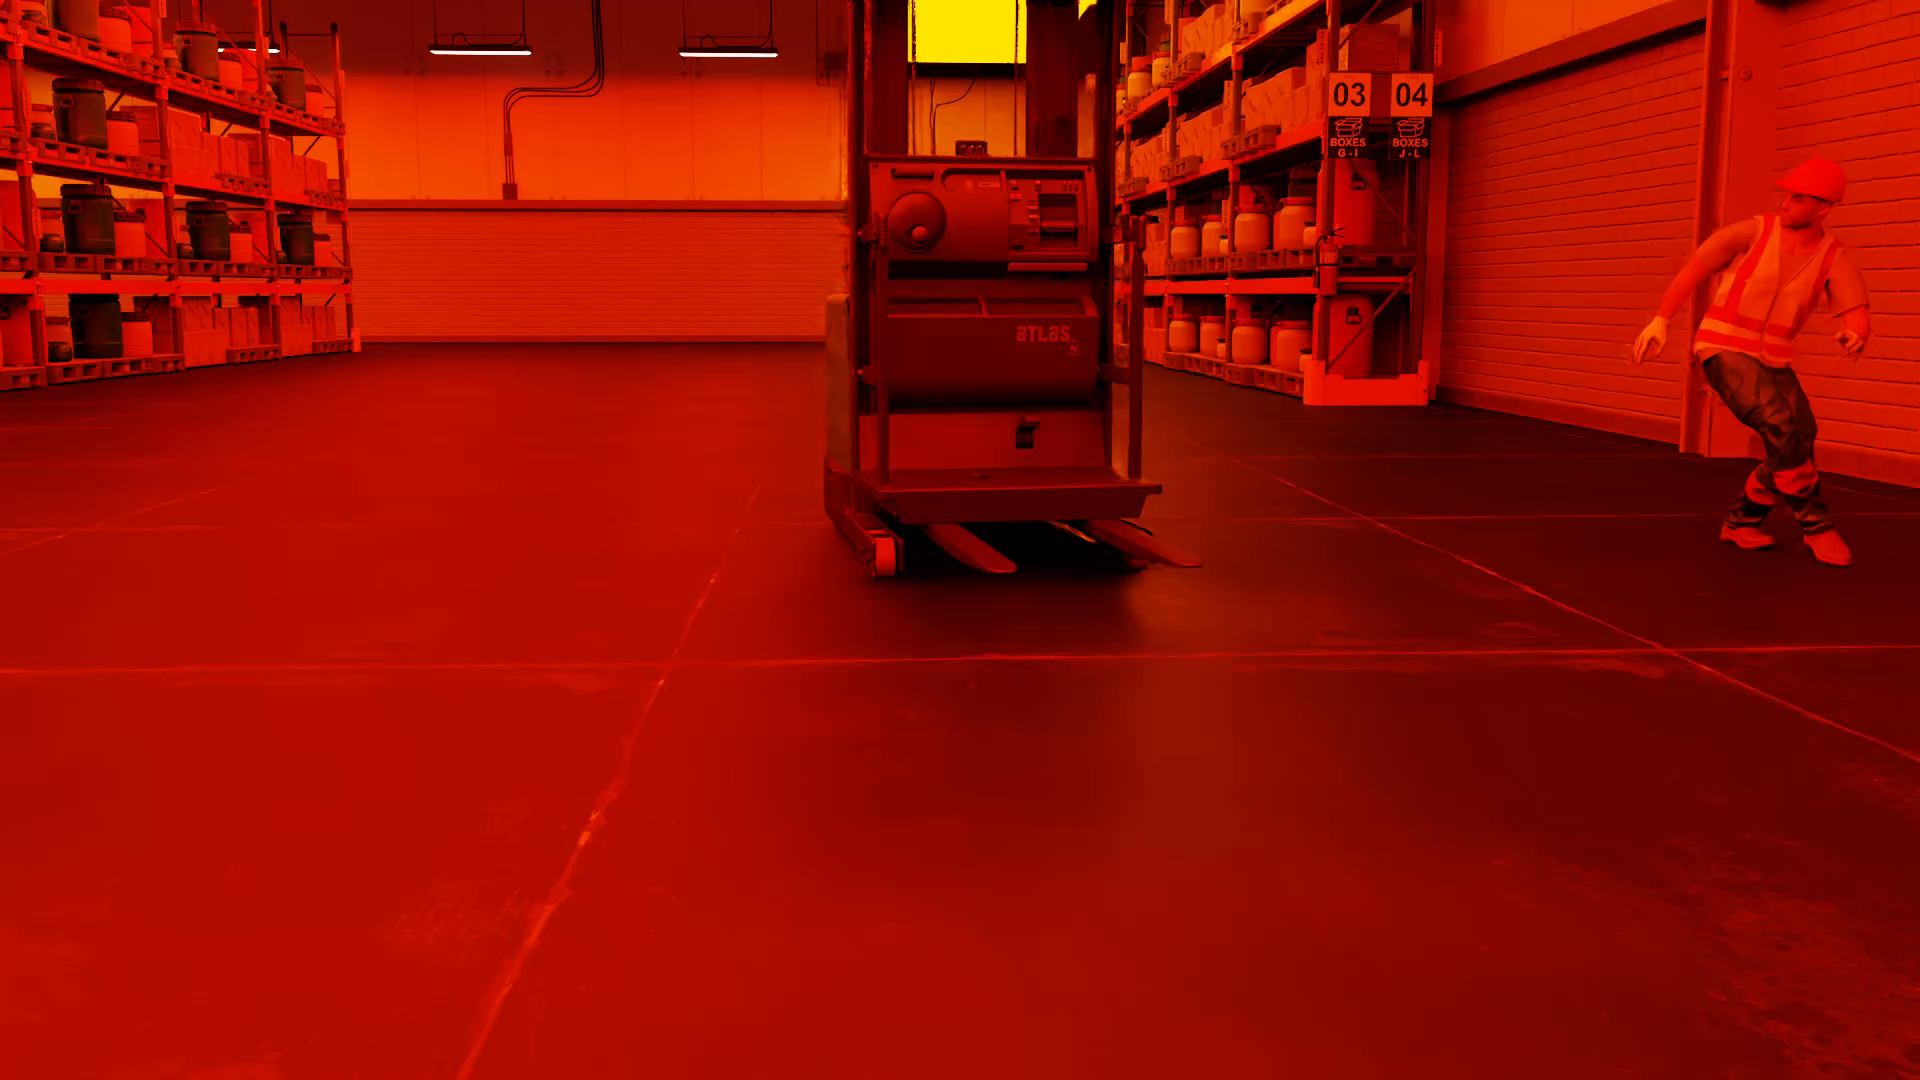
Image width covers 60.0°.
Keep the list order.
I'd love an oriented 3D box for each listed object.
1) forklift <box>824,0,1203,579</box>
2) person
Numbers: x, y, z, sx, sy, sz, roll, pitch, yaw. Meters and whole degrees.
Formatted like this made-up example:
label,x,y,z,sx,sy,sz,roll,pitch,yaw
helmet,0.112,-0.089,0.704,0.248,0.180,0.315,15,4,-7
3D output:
label,x,y,z,sx,sy,sz,roll,pitch,yaw
forklift,0.142,-1.358,6.477,1.130,2.935,3.031,-2,9,-11
person,3.295,-0.733,6.797,0.785,1.610,0.814,-1,8,-4
